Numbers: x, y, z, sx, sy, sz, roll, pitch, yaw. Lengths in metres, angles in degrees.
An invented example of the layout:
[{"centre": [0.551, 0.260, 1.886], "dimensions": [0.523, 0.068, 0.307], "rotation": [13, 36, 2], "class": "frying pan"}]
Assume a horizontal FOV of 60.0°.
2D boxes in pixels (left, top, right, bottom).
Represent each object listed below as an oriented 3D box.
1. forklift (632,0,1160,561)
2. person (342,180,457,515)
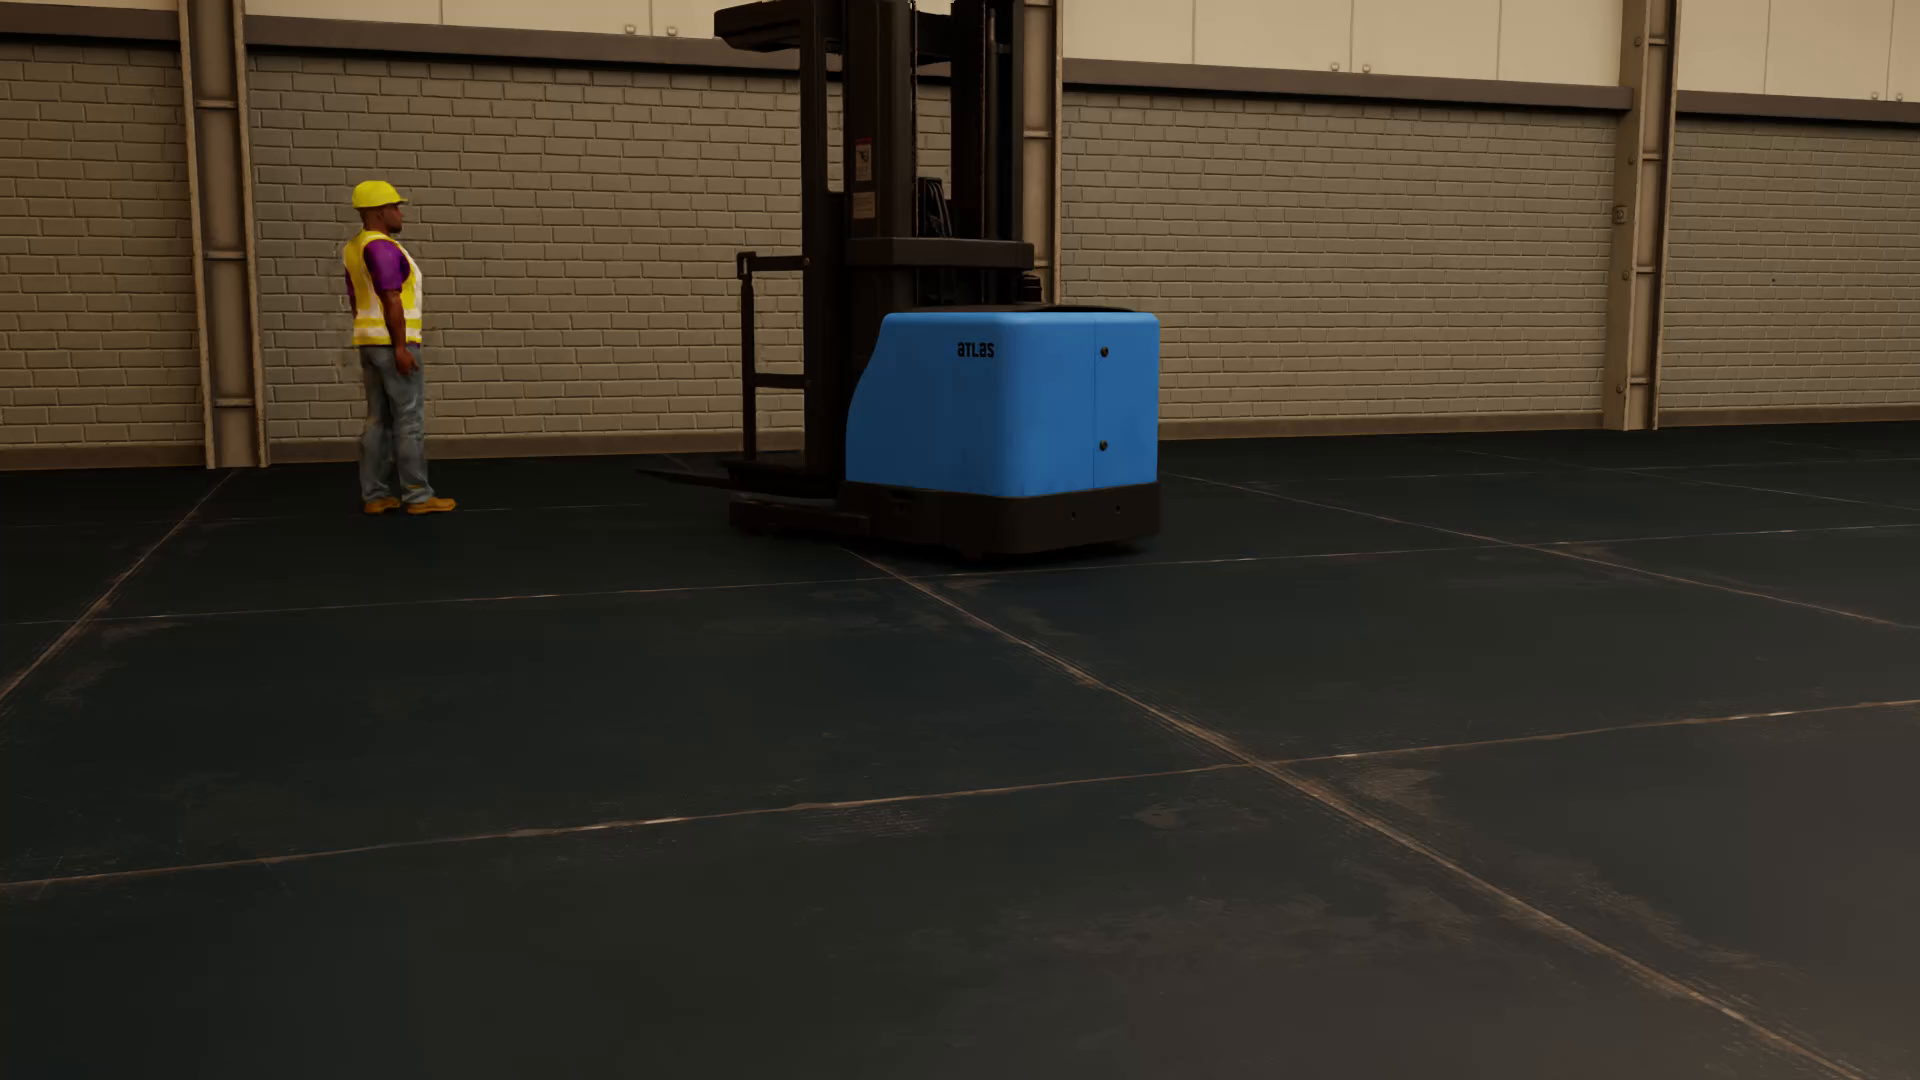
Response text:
[{"centre": [-0.489, -1.507, 8.131], "dimensions": [3.031, 2.935, 1.130], "rotation": [8, 11, 44], "class": "forklift"}, {"centre": [-3.008, -1.027, 8.940], "dimensions": [0.485, 1.769, 0.560], "rotation": [-6, 10, -38], "class": "person"}]
